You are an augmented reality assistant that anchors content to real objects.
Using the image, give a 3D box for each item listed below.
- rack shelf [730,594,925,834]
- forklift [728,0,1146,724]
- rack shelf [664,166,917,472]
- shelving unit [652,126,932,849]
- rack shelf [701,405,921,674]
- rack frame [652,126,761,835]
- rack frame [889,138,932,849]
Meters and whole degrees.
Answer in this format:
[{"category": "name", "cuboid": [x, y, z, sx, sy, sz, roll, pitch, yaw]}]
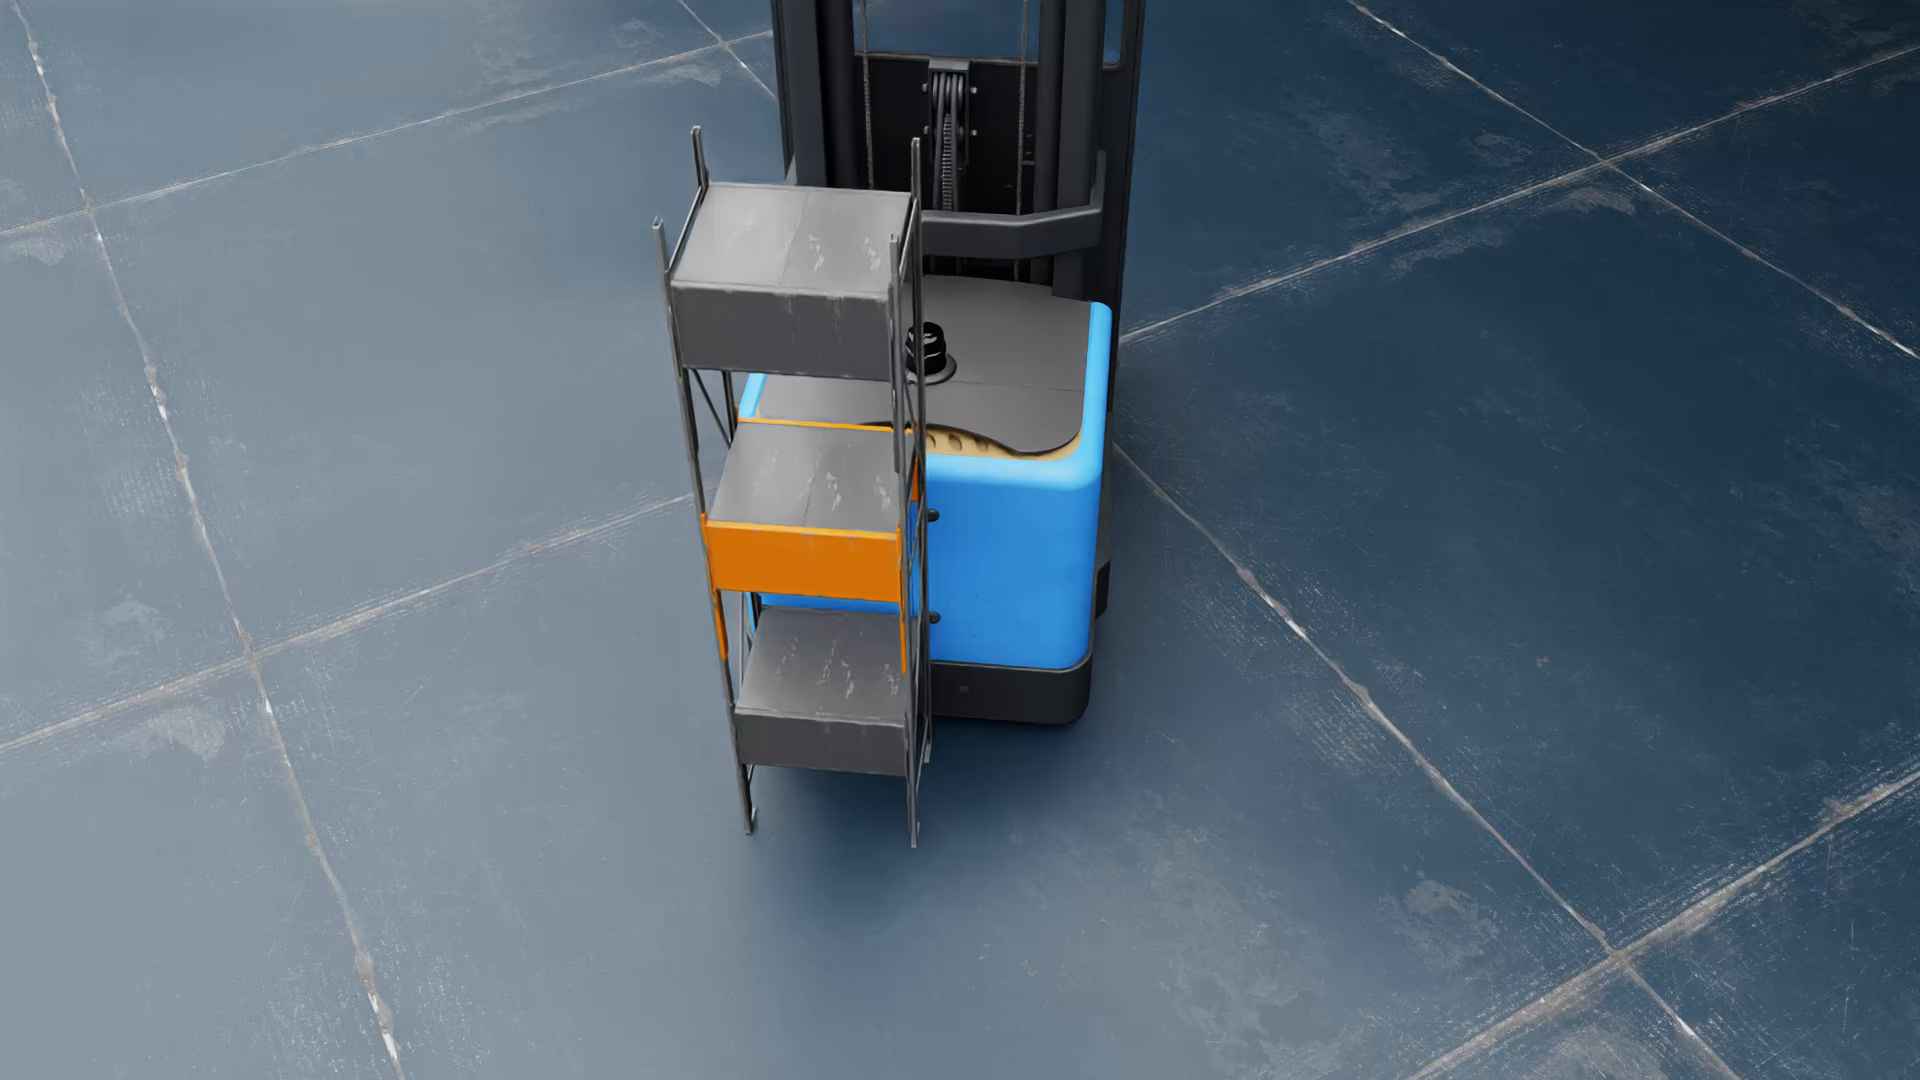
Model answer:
[{"category": "rack shelf", "cuboid": [-0.357, 0.499, 4.750, 0.480, 0.518, 0.431, 4, 45, 4]}, {"category": "forklift", "cuboid": [0.019, -1.517, 5.209, 1.130, 2.935, 3.031, 4, 44, 4]}, {"category": "rack shelf", "cuboid": [-0.358, -0.499, 3.768, 0.480, 0.518, 0.431, 4, 45, 4]}, {"category": "shelving unit", "cuboid": [-0.357, -0.009, 4.250, 0.503, 2.100, 0.431, 4, 45, 4]}, {"category": "rack shelf", "cuboid": [-0.357, 0.000, 4.259, 0.480, 0.518, 0.431, 4, 45, 4]}, {"category": "rack frame", "cuboid": [-0.600, -0.027, 4.268, 0.015, 2.100, 0.400, 4, 45, 4]}, {"category": "rack frame", "cuboid": [-0.114, 0.008, 4.232, 0.015, 2.100, 0.400, 4, 45, 4]}]
